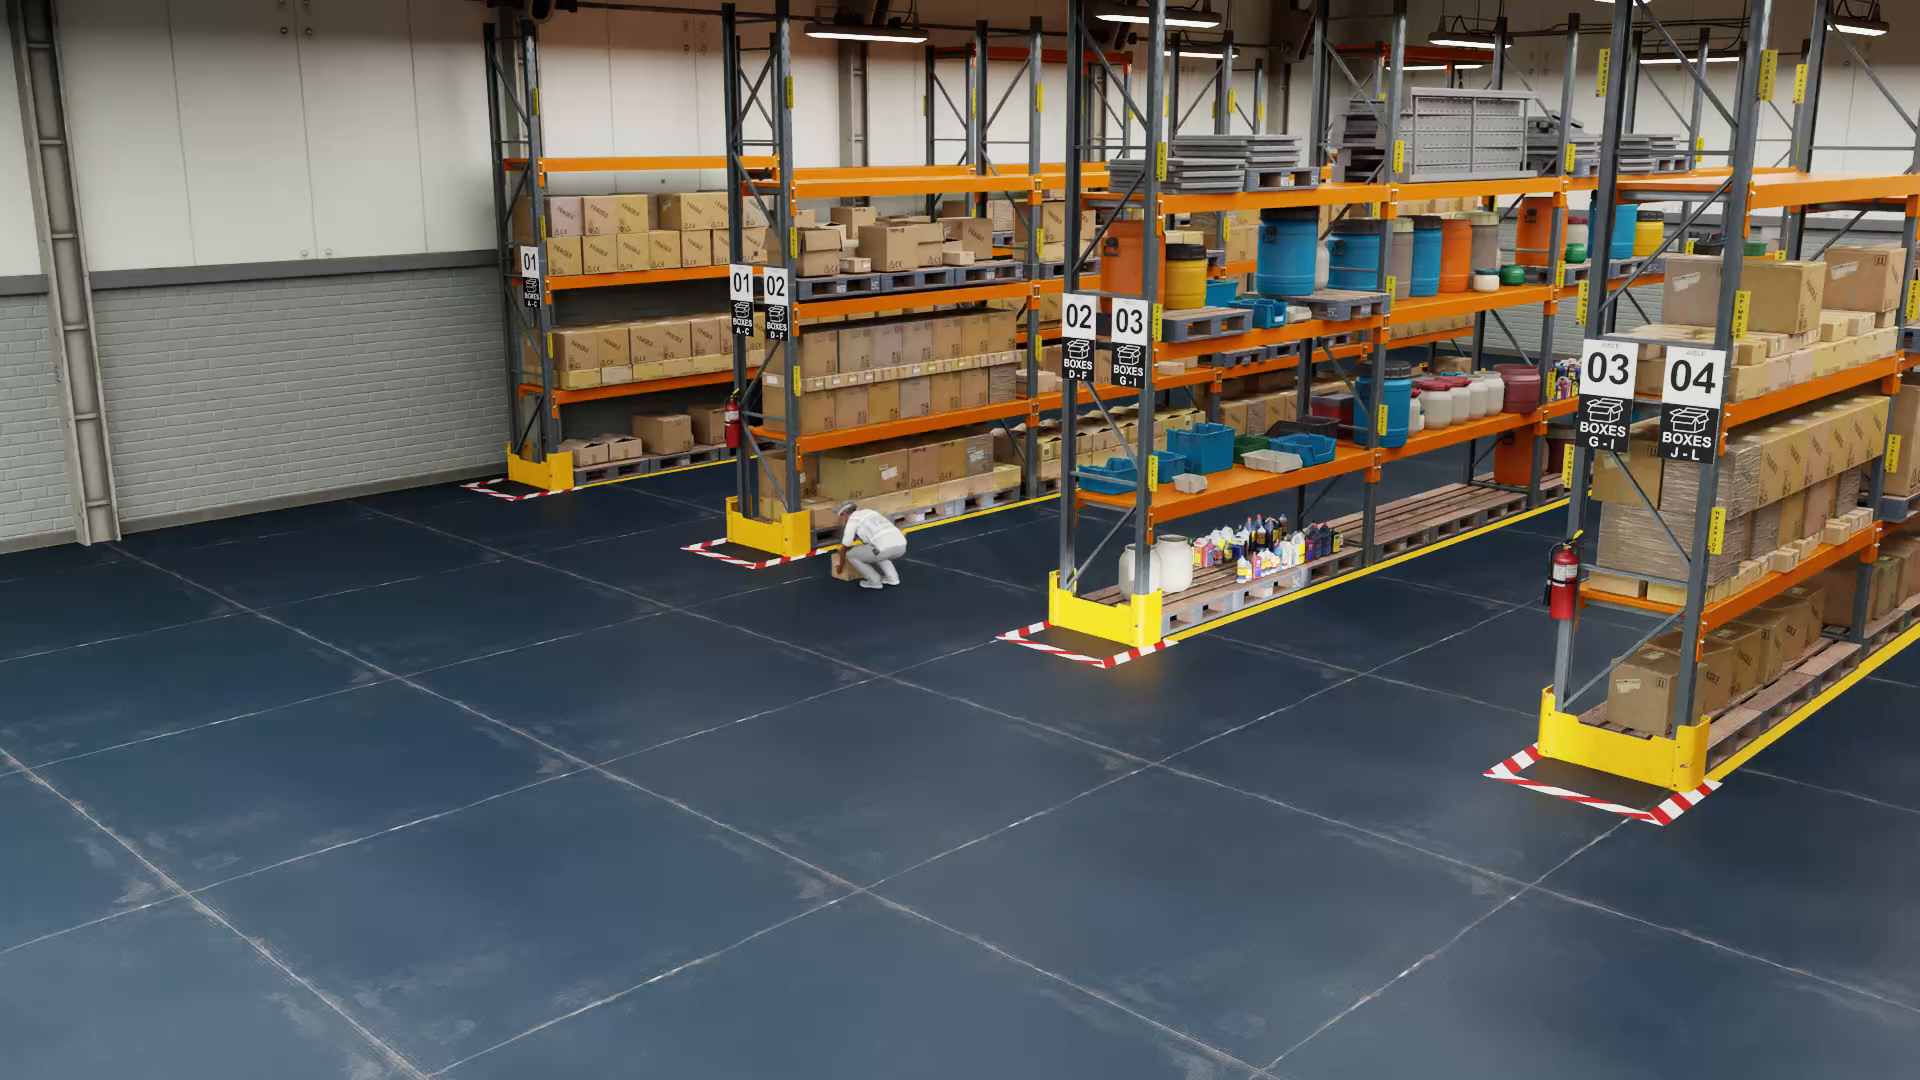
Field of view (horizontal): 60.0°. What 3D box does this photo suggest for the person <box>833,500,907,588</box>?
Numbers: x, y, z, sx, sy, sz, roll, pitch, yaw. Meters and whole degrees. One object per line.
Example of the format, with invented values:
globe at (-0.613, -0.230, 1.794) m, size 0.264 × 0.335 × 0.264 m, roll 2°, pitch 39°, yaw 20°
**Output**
person at (-0.957, 0.035, 17.527) m, size 0.867 × 0.874 × 0.481 m, roll 13°, pitch 19°, yaw 42°
